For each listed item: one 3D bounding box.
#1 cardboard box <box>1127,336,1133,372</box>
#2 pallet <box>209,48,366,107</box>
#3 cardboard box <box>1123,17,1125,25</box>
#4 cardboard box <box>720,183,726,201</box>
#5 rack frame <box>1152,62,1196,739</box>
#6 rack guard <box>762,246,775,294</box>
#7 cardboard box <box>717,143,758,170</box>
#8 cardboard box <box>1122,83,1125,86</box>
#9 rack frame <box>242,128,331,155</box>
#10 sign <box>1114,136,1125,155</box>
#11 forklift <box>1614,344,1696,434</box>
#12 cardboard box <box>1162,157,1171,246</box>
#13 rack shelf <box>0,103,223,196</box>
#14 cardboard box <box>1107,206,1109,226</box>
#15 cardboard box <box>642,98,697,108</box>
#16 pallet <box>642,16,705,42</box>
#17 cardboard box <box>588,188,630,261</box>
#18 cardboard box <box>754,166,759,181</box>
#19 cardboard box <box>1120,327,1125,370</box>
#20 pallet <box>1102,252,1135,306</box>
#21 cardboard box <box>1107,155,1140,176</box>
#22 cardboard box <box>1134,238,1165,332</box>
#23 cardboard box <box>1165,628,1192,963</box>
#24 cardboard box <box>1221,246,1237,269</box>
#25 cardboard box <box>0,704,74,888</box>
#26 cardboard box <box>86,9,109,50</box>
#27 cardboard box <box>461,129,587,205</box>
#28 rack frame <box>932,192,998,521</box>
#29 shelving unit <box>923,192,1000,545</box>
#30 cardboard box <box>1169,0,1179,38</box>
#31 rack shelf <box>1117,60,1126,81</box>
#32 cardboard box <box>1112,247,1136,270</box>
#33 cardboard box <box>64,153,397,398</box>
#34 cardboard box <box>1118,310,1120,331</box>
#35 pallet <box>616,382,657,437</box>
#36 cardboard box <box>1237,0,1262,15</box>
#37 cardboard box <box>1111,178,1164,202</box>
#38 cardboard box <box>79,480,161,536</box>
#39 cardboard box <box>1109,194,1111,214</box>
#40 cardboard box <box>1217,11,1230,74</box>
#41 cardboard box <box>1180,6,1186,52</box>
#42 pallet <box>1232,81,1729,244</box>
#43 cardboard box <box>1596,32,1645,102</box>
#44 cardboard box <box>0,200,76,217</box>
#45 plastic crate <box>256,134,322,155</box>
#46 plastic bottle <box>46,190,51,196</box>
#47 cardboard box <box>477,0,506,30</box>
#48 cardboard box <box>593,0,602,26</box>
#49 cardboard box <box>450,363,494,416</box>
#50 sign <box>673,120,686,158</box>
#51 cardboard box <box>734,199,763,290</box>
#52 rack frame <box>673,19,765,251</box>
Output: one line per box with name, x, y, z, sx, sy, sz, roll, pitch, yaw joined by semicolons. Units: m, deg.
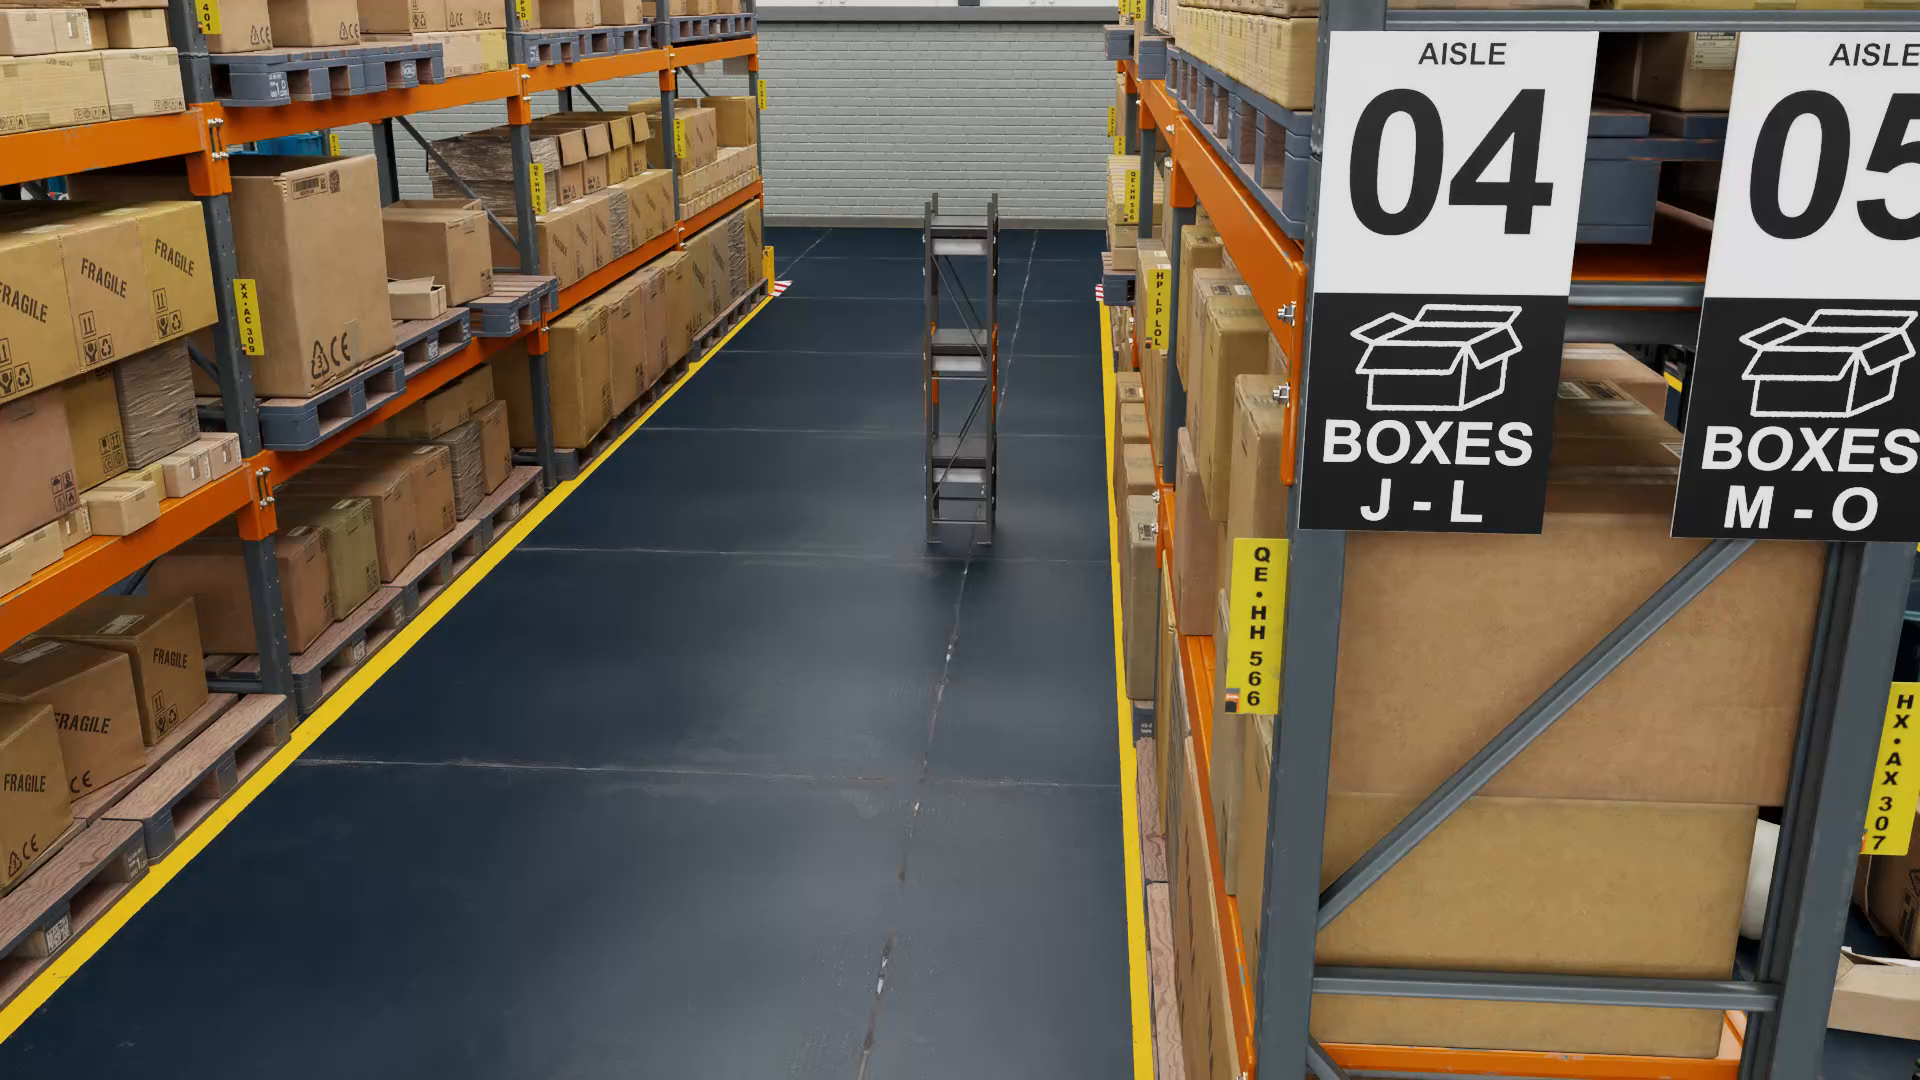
cardboard box;1.421;-1.239;11.522;0.500;0.250;0.500;1;18;3
pallet;-3.443;-2.078;7.431;1.213;0.211;1.003;1;18;4
cardboard box;1.769;-4.720;15.434;0.500;0.250;0.500;1;18;3
cardboard box;-2.557;-3.486;16.648;0.380;0.149;0.250;1;18;2
rack frame;1.346;-0.410;6.857;1.000;3.000;0.127;1;18;4
rack guard;-2.731;-3.099;19.077;1.175;0.500;0.348;1;18;4
cardboard box;-2.503;-4.193;18.165;0.500;0.250;0.500;1;18;3
cardboard box;1.767;-4.030;15.661;0.500;0.500;0.500;2;18;5
rack frame;-7.673;-4.390;19.002;1.000;3.000;0.127;1;18;4
sign;1.378;-3.316;14.335;0.100;0.325;0.005;1;18;4
forklift;3.601;-1.245;9.516;1.130;2.935;3.031;1;18;2
cardboard box;1.591;-2.036;10.052;0.700;0.500;0.500;1;18;4
rack shelf;-3.737;-1.015;5.040;1.077;0.370;4.000;1;18;4
cardboard box;1.360;-2.542;13.093;0.380;0.149;0.250;0;18;1
cardboard box;-3.073;-4.407;17.615;0.500;0.500;0.500;1;18;3
pallet;-2.951;-4.674;15.195;1.003;0.211;1.213;1;18;4
cardboard box;-2.895;-2.462;12.957;0.500;0.500;0.500;1;18;4
cardboard box;-2.430;-4.042;18.344;0.380;0.149;0.250;2;18;5
cardboard box;1.566;-1.518;13.580;0.500;0.500;0.500;2;18;6
pallet;1.578;-1.785;11.361;1.213;0.211;1.003;1;18;4
cardboard box;1.433;-3.146;13.979;0.380;0.149;0.250;2;18;7
cardboard box;1.332;-1.566;10.226;0.500;0.500;0.500;1;18;5
cardboard box;1.171;0.874;5.677;0.875;0.875;0.875;1;18;4
cardboard box;1.362;-0.707;5.789;0.875;0.550;0.550;1;18;4
cardboard box;-3.662;0.932;6.101;0.500;0.500;0.500;0;18;-1
cardboard box;-3.439;-1.907;6.210;0.380;0.149;0.250;1;18;5
cardboard box;-3.189;-2.748;12.220;0.797;0.503;0.637;2;18;5
rack frame;0.029;-1.125;10.484;0.400;2.100;0.015;1;18;4
shelving unit;0.012;-1.049;10.253;0.431;2.100;0.503;1;18;4
cardboard box;1.216;-2.400;7.518;0.500;0.250;0.500;1;18;3
rack shelf;2.063;-4.599;15.981;1.077;0.370;4.000;1;18;4
cardboard box;1.210;-1.896;11.121;0.380;0.149;0.250;2;18;5
cardboard box;-3.397;-1.280;7.876;1.000;1.000;1.000;1;18;4
cardboard box;1.625;-1.986;15.092;0.380;0.149;0.250;2;18;5
pallet;-3.085;-1.090;13.412;1.003;0.211;1.213;1;18;4
cardboard box;0.853;-1.224;3.452;0.500;0.250;0.500;1;18;4
cardboard box;1.306;-2.579;12.251;0.380;0.149;0.250;2;18;7
cardboard box;-3.328;-0.126;6.392;0.380;0.149;0.250;1;18;4
cardboard box;1.323;-2.518;12.543;0.380;0.149;0.250;1;18;3
cardboard box;0.837;-1.226;4.099;0.380;0.149;0.250;1;18;4
cardboard box;0.965;-1.777;5.781;0.380;0.149;0.250;1;18;4
pallet;1.103;-0.782;3.316;1.003;0.211;1.213;1;18;4
cardboard box;1.422;-0.899;3.102;0.380;0.149;0.250;1;18;4
cardboard box;-3.879;-1.082;6.664;0.500;0.500;0.500;1;18;4
plastic crate;-7.511;-4.327;18.657;0.616;0.435;0.499;1;18;4
plastic bottle;-7.843;-2.834;14.335;0.144;0.351;0.185;1;18;4
cardboard box;-3.091;-3.351;10.052;0.500;0.500;0.500;2;18;5
cardboard box;-3.188;-4.281;13.321;0.500;0.311;0.500;1;18;2
cardboard box;-3.325;-0.963;10.649;0.500;0.250;0.500;2;18;6
sign;-2.478;-3.540;14.678;0.100;0.325;0.005;1;18;4
cardboard box;-2.699;-3.268;18.318;0.875;0.875;0.875;1;18;4
rack frame;-2.733;-4.279;18.665;1.000;3.000;0.127;1;18;4
